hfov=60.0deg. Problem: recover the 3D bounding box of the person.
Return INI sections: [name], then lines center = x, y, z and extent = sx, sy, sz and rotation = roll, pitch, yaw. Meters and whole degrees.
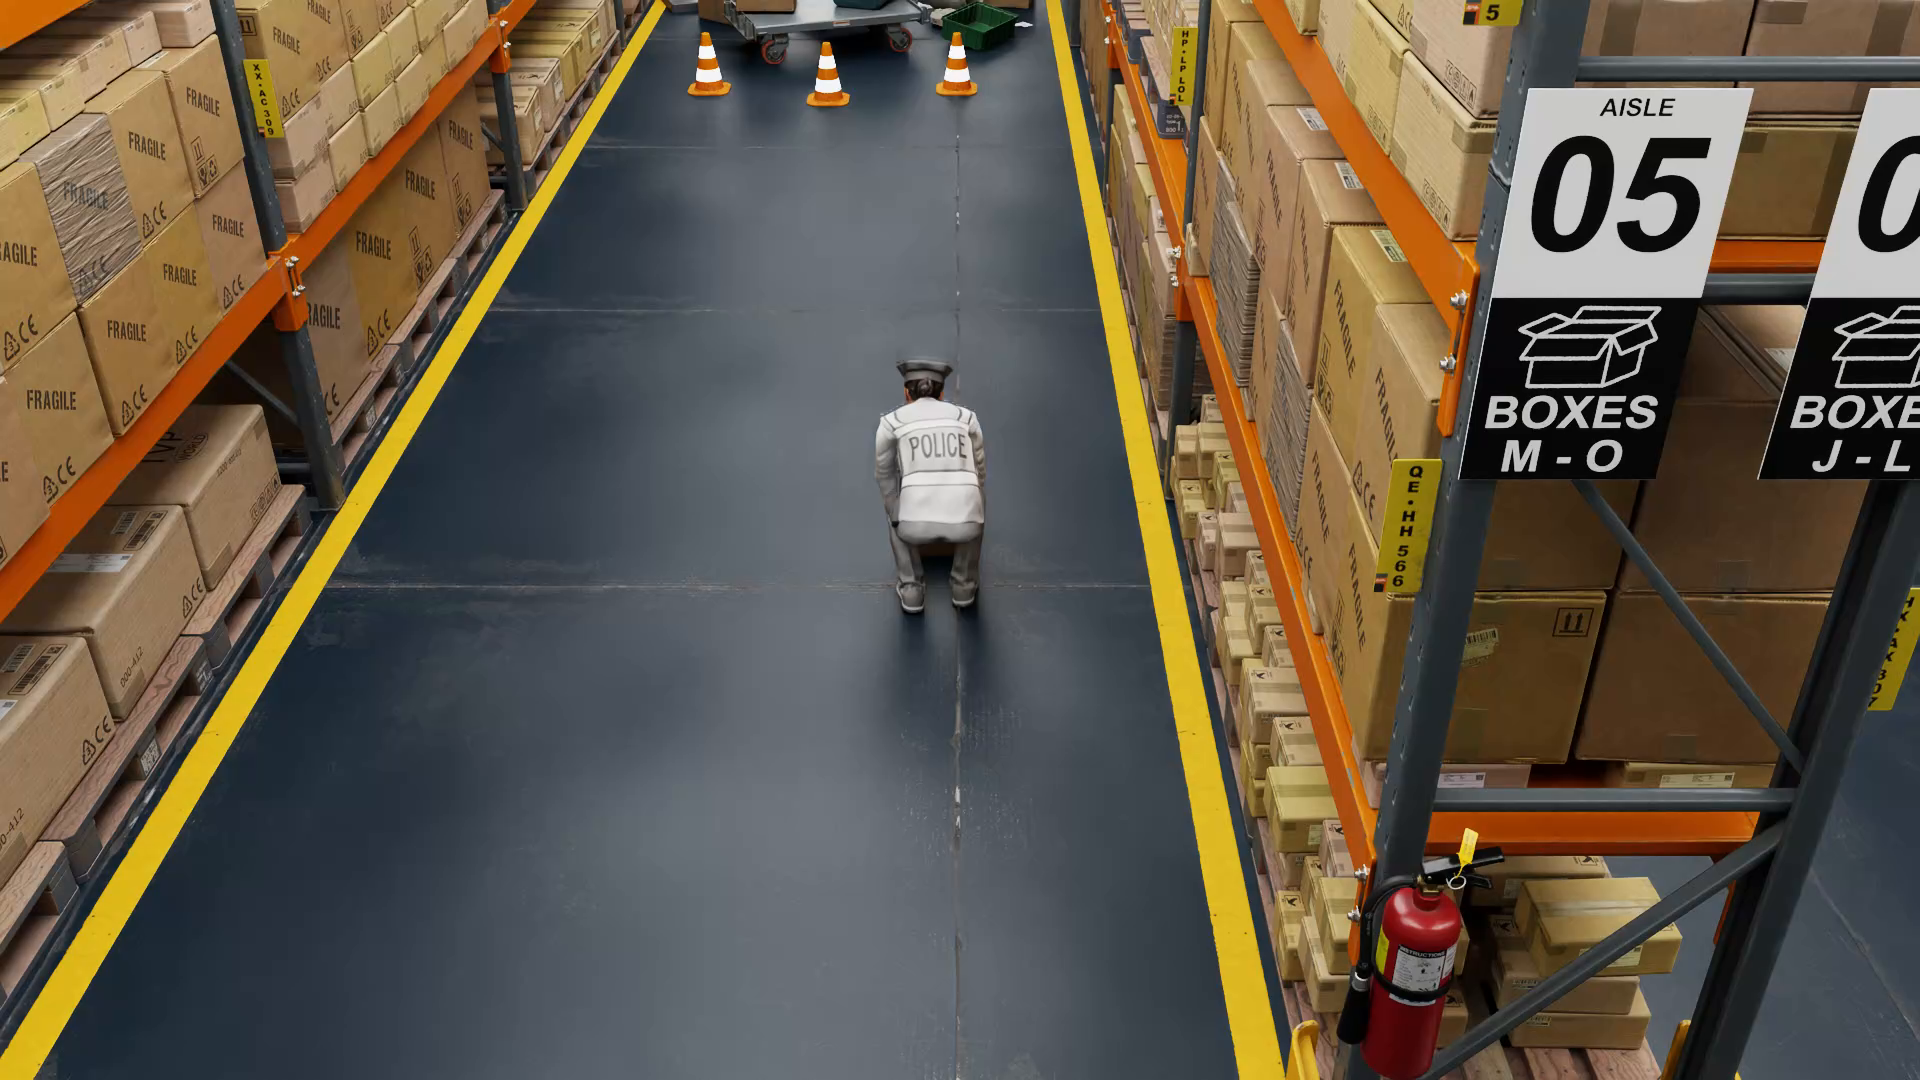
[person]
center = -0.127, -0.222, 7.149
extent = 0.489, 0.982, 0.845
rotation = 0, 32, 0
